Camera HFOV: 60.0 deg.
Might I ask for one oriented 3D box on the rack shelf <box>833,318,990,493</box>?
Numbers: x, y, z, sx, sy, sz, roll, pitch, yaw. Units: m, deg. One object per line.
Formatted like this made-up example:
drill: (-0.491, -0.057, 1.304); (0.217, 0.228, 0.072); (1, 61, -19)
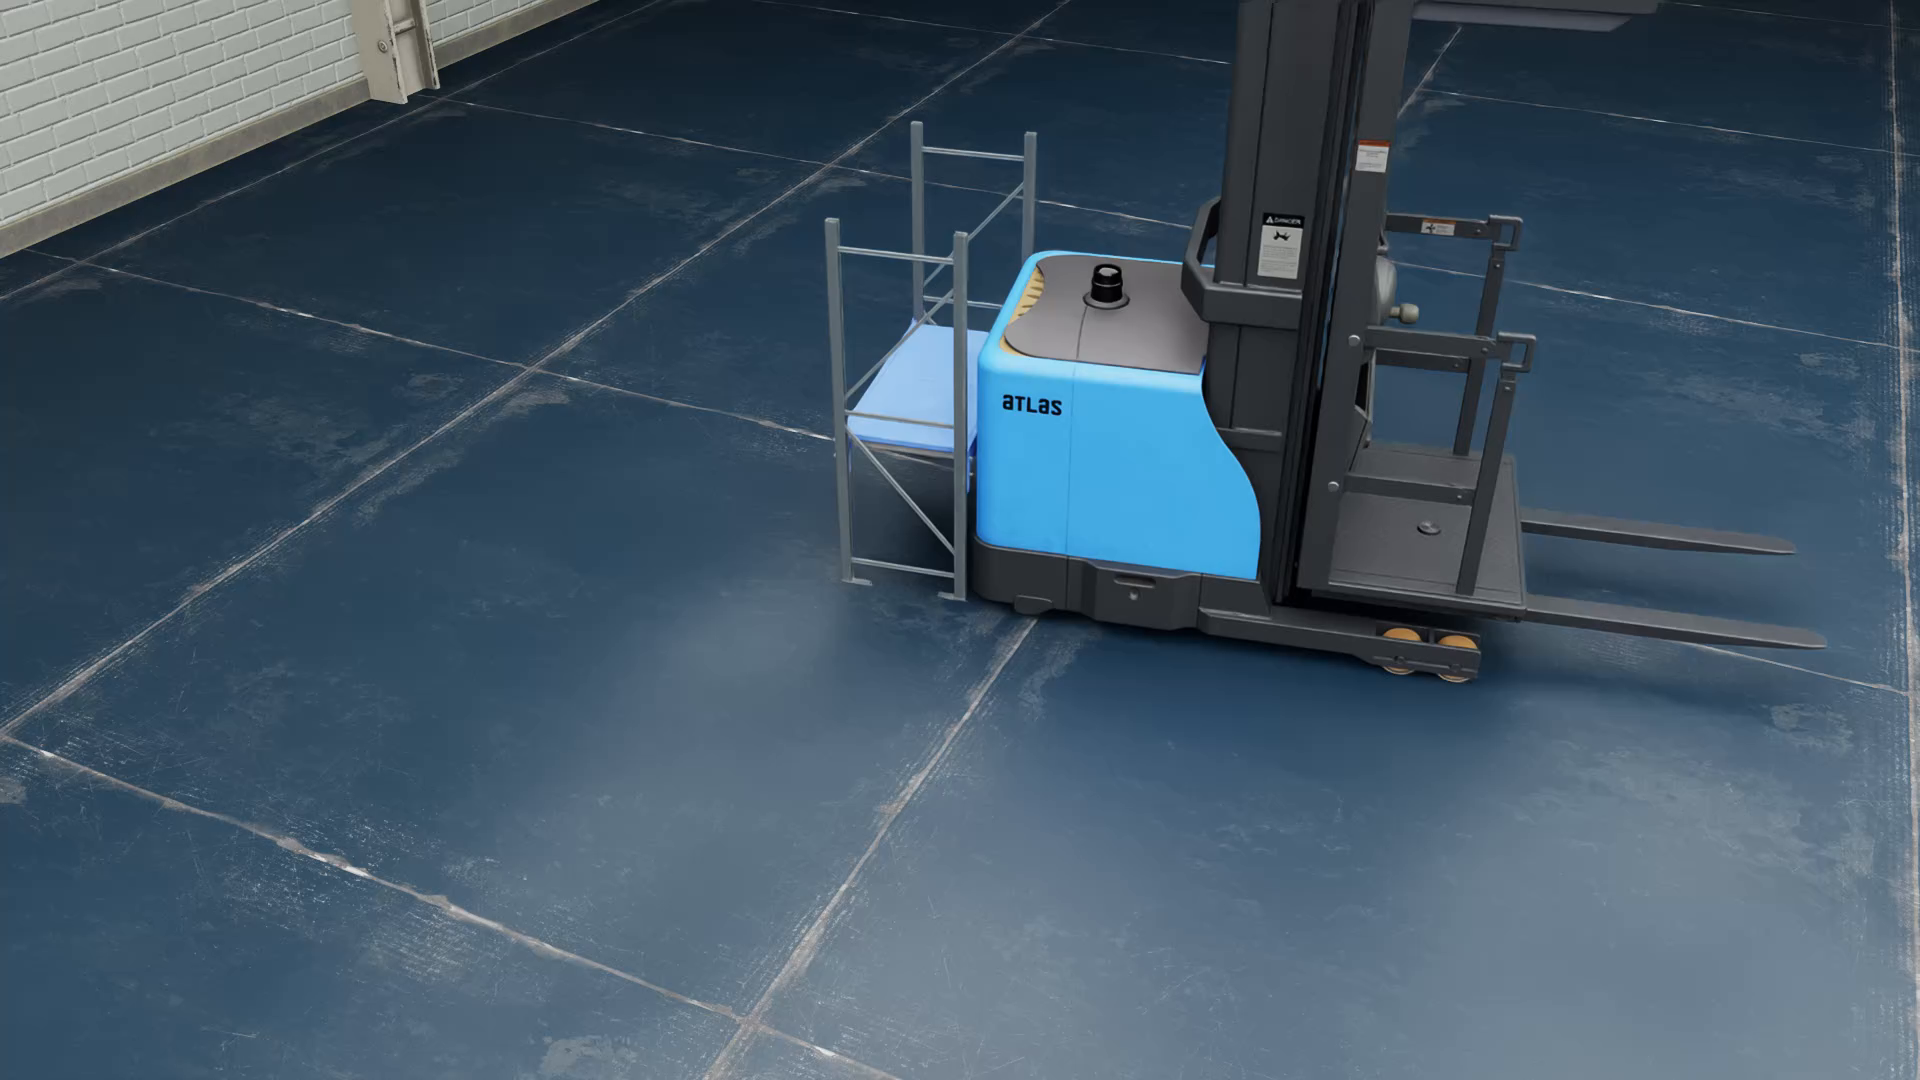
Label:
rack shelf: (-0.083, -0.552, 6.553); (0.538, 0.185, 1.000); (9, 34, 13)

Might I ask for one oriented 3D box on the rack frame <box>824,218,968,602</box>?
rack frame: (-0.218, -0.434, 6.044); (0.500, 1.500, 0.032); (9, 34, 13)

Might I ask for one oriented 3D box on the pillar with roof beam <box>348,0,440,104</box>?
pillar with roof beam: (0.085, -5.856, 7.474); (9.100, 9.000, 0.400); (14, 36, 20)

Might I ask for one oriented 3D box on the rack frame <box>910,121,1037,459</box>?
rack frame: (0.051, -0.972, 6.864); (0.500, 1.500, 0.032); (9, 34, 13)

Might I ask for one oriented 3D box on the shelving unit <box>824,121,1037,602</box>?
shelving unit: (-0.083, -0.703, 6.454); (0.538, 1.500, 1.048); (9, 34, 13)

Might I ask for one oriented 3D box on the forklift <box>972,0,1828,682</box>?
forklift: (1.620, -1.037, 5.659); (3.031, 2.935, 1.130); (7, 34, 11)
